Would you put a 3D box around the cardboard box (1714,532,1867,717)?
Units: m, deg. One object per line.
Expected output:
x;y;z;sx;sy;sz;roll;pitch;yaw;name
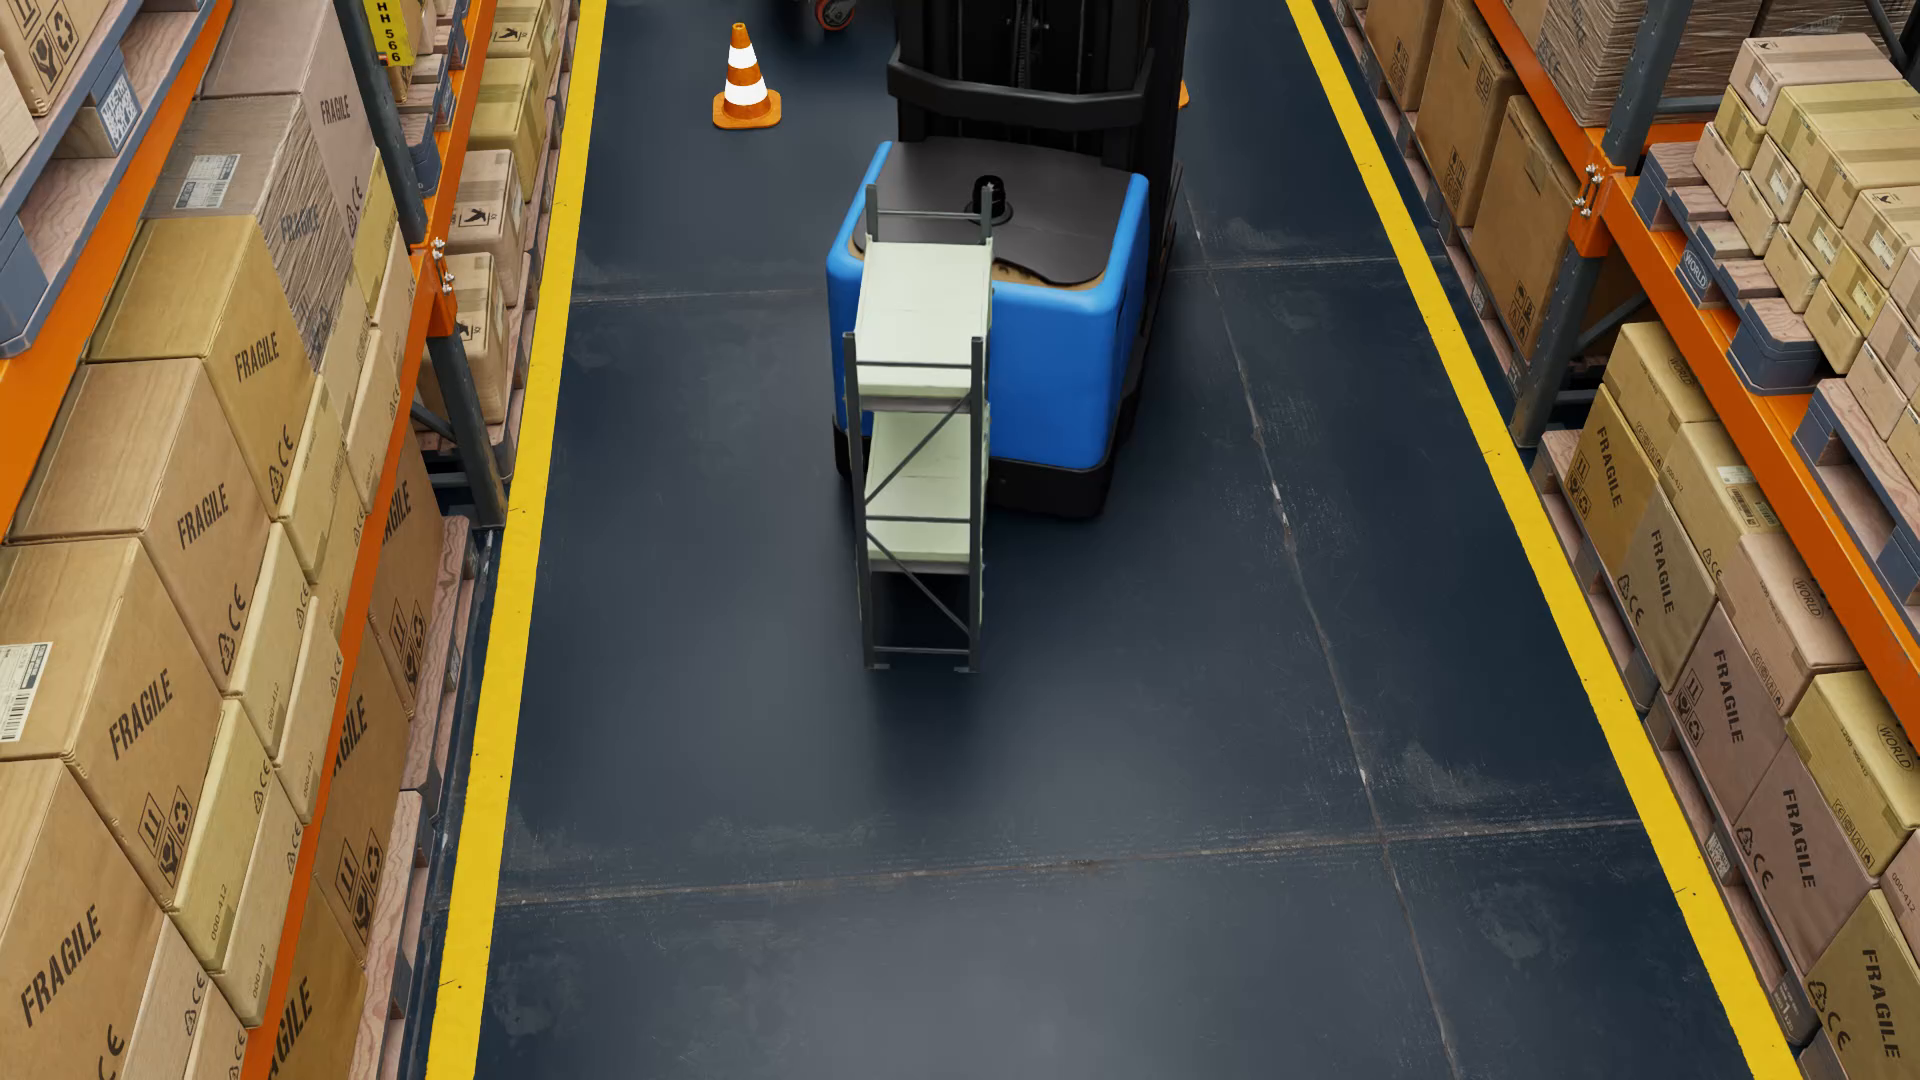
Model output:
2.589;0.234;4.879;0.500;0.250;0.500;-3;47;-3;cardboard box

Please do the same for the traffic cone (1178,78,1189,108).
0.974;-2.423;8.226;0.336;0.463;0.334;-3;47;-3;traffic cone

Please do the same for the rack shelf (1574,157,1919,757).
2.869;0.231;4.460;1.077;0.370;4.000;-3;47;-3;rack shelf

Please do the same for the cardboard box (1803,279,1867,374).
2.607;-0.601;4.637;0.380;0.149;0.250;-2;47;-1;cardboard box

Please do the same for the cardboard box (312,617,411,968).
-2.177;0.648;4.745;0.875;0.875;0.875;-3;47;-3;cardboard box

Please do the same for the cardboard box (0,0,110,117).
-1.786;-1.042;2.747;0.500;0.500;0.500;-3;47;-3;cardboard box

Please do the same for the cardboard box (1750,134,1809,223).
2.566;-1.065;4.872;0.380;0.149;0.250;-1;47;-1;cardboard box

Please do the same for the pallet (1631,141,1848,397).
2.867;-0.888;5.157;1.213;0.211;1.003;-3;47;-3;pallet

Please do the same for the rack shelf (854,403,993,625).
-0.116;-0.104;5.765;0.431;0.370;0.720;2;47;2;rack shelf

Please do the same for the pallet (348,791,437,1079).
-2.133;1.325;4.849;1.003;0.211;1.213;-3;47;-3;pallet

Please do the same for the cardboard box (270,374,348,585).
-1.819;-0.135;4.070;0.500;0.250;0.500;-5;47;-4;cardboard box

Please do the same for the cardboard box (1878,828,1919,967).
2.692;0.992;4.160;0.500;0.250;0.500;-1;47;-1;cardboard box

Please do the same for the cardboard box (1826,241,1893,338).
2.613;-0.690;4.516;0.380;0.149;0.250;-3;47;-3;cardboard box

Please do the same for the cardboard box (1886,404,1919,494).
2.650;-0.226;4.282;0.380;0.149;0.250;-3;47;-3;cardboard box

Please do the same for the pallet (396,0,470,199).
-2.389;-1.532;5.767;1.213;0.211;1.003;-3;47;-3;pallet

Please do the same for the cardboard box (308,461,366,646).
-1.837;0.047;4.243;0.500;0.250;0.500;-4;47;-4;cardboard box

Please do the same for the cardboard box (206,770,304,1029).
-1.734;0.776;3.552;0.500;0.250;0.500;-4;47;-4;cardboard box

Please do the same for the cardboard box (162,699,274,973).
-1.731;0.607;3.368;0.500;0.250;0.500;-3;47;-3;cardboard box

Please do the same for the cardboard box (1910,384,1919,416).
2.651;-0.330;4.175;0.380;0.149;0.250;-4;47;-4;cardboard box

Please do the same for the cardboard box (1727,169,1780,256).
2.560;-0.991;5.006;0.380;0.149;0.250;-1;47;-1;cardboard box

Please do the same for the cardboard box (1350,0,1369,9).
2.508;-3.284;8.555;1.050;0.750;0.750;-4;47;-3;cardboard box

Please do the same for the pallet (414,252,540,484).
-2.287;-0.696;6.763;1.003;0.211;1.213;-3;47;-3;pallet

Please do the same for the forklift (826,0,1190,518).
0.350;-2.183;6.299;1.130;2.935;3.031;9;47;9;forklift

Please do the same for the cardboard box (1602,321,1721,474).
2.518;-0.492;5.566;0.500;0.250;0.500;-5;47;-5;cardboard box

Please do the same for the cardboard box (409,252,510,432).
-2.260;-0.739;6.405;0.950;0.372;0.625;-6;47;-6;cardboard box

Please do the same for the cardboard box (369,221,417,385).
-1.922;-0.687;4.938;0.500;0.250;0.500;-5;47;-5;cardboard box

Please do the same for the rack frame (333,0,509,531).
-2.223;-1.089;5.215;1.000;3.000;0.127;-3;47;-3;rack frame

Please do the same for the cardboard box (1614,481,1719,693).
2.552;0.143;5.481;0.500;0.500;0.500;-3;47;-3;cardboard box

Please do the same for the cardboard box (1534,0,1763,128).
2.396;-1.807;5.827;0.500;0.500;0.500;-3;47;-3;cardboard box

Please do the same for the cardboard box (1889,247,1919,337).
2.634;-0.620;4.245;0.380;0.149;0.250;-2;47;-1;cardboard box

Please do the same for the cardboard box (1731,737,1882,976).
2.642;0.883;4.780;0.500;0.500;0.500;-4;47;-4;cardboard box

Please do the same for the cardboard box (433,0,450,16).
-2.035;-2.001;5.963;0.380;0.149;0.250;-3;47;-3;cardboard box

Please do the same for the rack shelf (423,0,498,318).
-2.390;-2.289;6.847;1.077;0.370;4.000;-3;47;-3;rack shelf

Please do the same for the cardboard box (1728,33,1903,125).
2.547;-1.376;4.962;0.380;0.149;0.250;-3;47;-3;cardboard box

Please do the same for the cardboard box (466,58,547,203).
-2.388;-1.822;7.430;0.950;0.372;0.625;-2;47;-2;cardboard box

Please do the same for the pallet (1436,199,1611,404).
2.710;-1.079;7.127;1.003;0.211;1.213;-3;47;-3;pallet

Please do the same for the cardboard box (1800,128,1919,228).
2.588;-1.008;4.612;0.380;0.149;0.250;-4;47;-4;cardboard box

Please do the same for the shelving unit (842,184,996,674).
-0.116;-0.328;5.528;0.431;1.500;0.755;2;47;2;shelving unit

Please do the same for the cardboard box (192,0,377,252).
-1.919;-1.109;4.477;0.500;0.500;0.500;-5;47;-4;cardboard box

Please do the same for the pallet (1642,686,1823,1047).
2.864;0.942;5.213;1.003;0.211;1.213;-3;47;-3;pallet

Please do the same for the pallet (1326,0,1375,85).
2.506;-2.845;8.799;1.003;0.211;1.213;-3;47;-3;pallet

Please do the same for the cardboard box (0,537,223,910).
-1.748;0.362;3.084;0.500;0.500;0.500;-5;47;-4;cardboard box

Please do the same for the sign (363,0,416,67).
-1.670;-1.523;4.829;0.100;0.325;0.005;-3;47;-3;sign

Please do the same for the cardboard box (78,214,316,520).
-1.833;-0.379;3.785;0.500;0.500;0.500;-3;47;-3;cardboard box

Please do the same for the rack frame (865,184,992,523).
-0.098;-0.594;5.779;0.400;1.500;0.023;2;47;2;rack frame

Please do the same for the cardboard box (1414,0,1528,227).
2.663;-1.912;7.255;1.050;0.750;0.750;-3;47;-3;cardboard box

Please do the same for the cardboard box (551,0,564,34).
-2.511;-2.845;8.399;0.950;0.372;0.625;-3;47;-3;cardboard box

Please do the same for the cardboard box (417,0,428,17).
-2.081;-2.086;5.597;0.500;0.500;0.500;-1;47;-1;cardboard box

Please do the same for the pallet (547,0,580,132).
-2.491;-2.461;8.435;1.003;0.211;1.213;-3;47;-3;pallet

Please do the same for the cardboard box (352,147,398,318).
-1.929;-0.874;4.771;0.500;0.250;0.500;-4;47;-3;cardboard box
